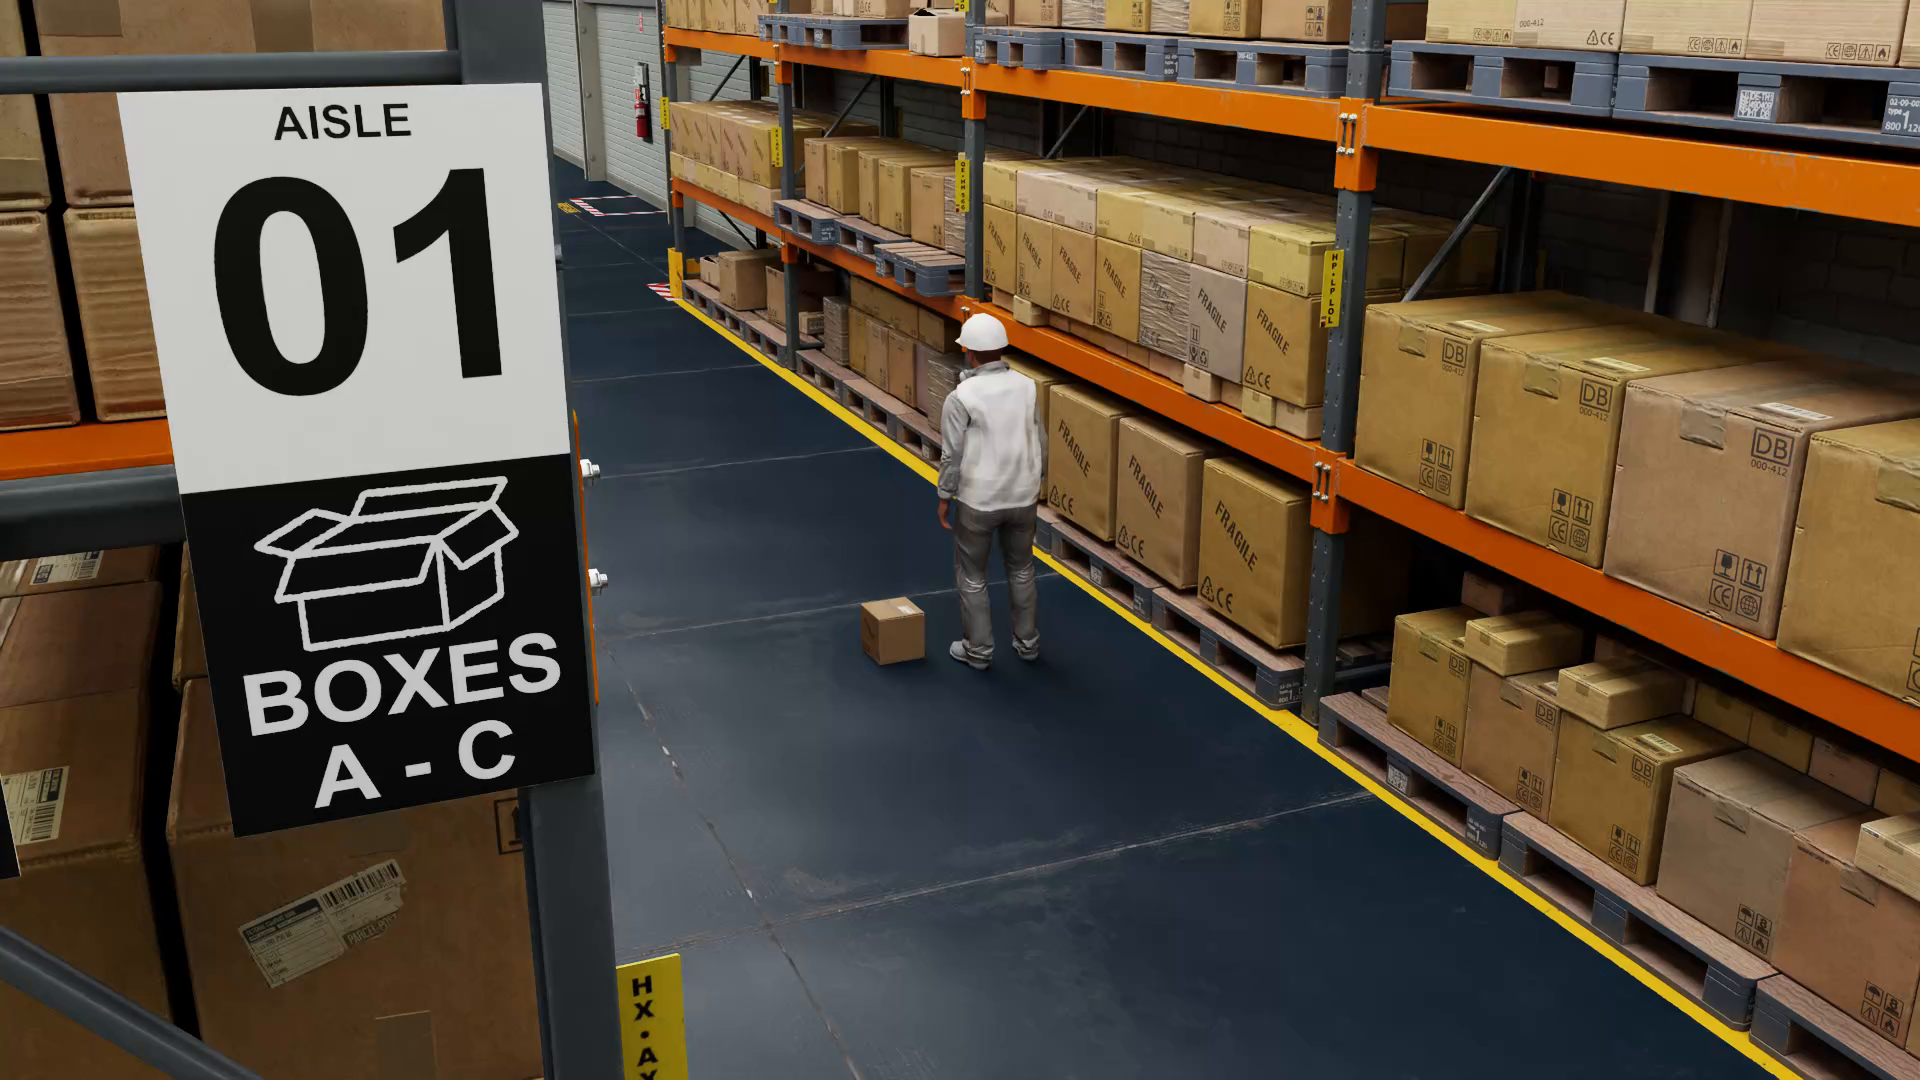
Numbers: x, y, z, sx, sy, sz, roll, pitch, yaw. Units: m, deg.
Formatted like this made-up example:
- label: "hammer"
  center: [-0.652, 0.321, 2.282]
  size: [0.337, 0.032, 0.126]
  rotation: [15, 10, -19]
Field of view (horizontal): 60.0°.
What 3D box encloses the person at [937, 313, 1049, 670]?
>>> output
- label: "person"
  center: [0.161, -0.230, 8.202]
  size: [0.591, 1.769, 0.461]
  rotation: [-9, 21, -24]
